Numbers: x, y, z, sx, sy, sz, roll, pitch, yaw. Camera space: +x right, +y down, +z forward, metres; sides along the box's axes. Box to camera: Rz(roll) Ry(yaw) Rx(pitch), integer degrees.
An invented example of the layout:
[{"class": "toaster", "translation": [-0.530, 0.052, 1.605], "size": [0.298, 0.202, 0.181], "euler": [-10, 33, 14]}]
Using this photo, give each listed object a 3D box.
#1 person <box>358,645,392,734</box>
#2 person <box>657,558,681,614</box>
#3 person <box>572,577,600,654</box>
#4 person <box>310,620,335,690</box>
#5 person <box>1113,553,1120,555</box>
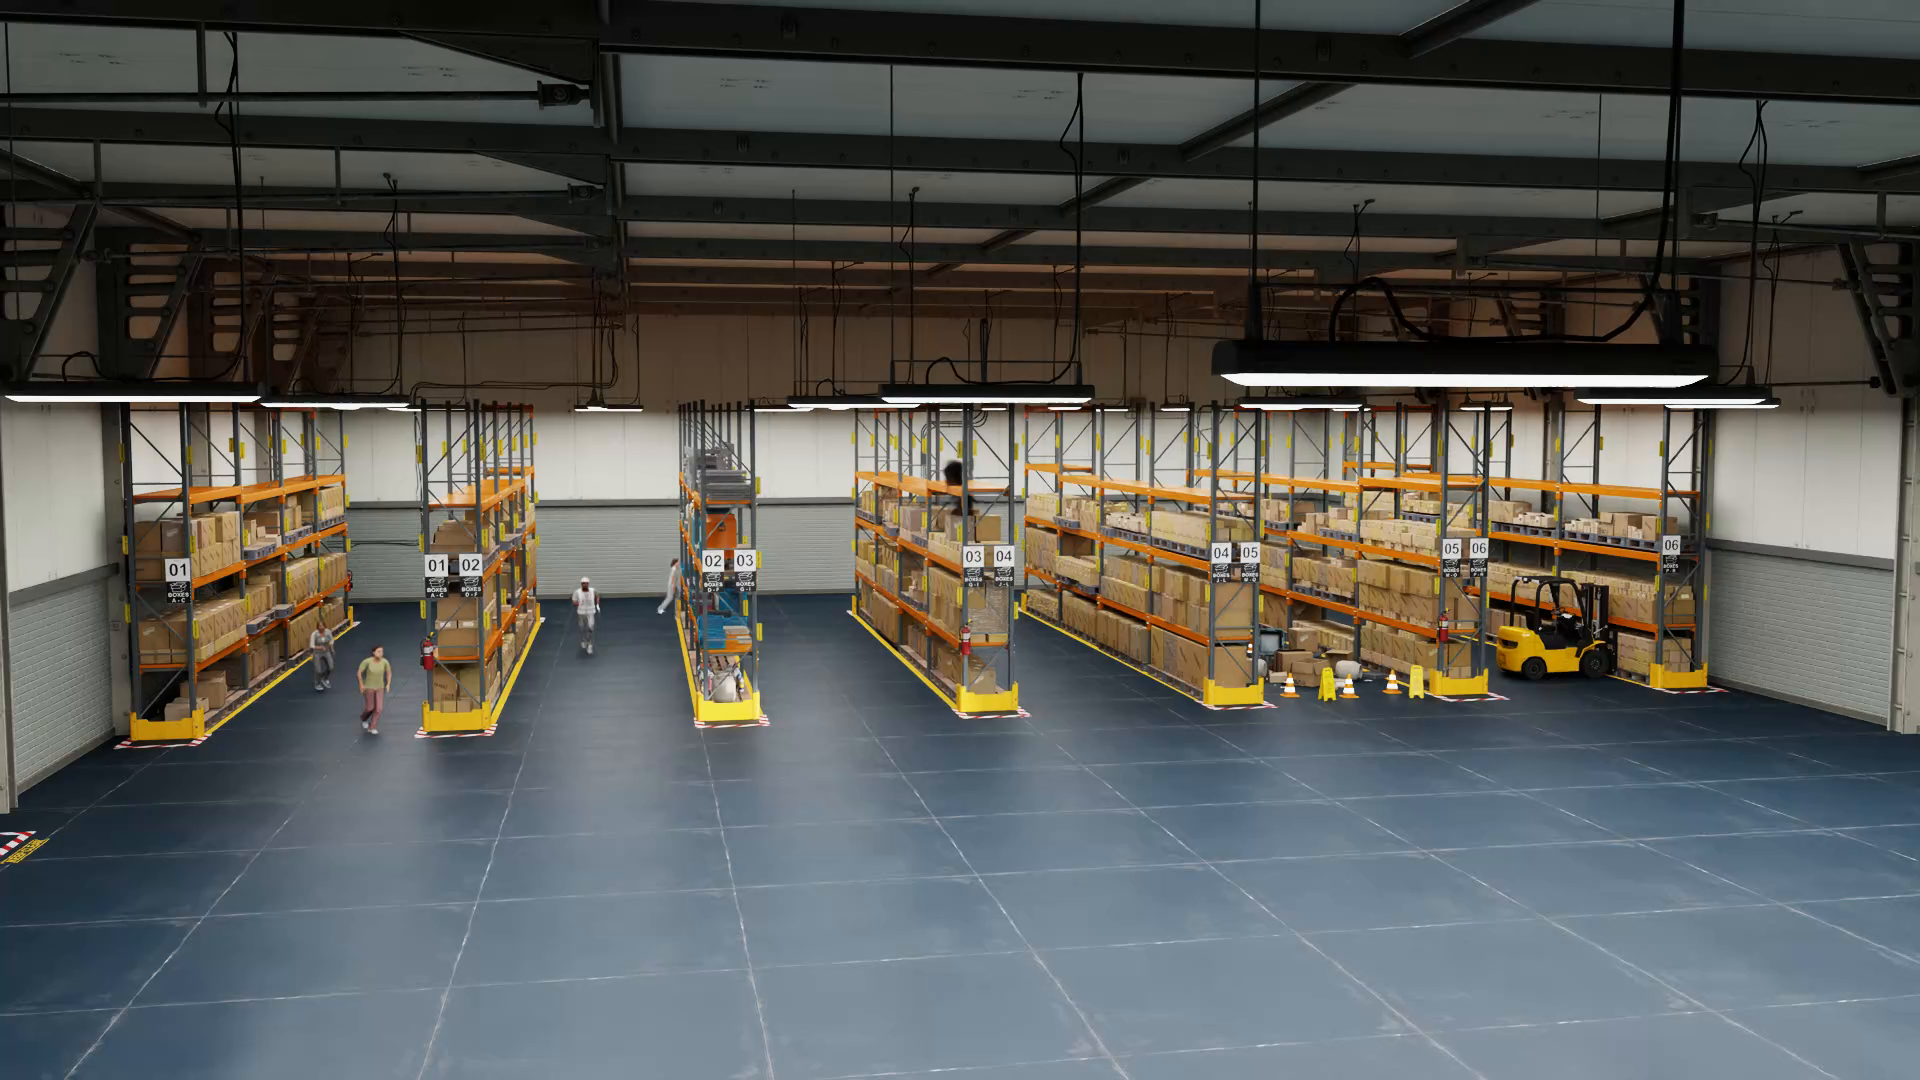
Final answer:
[{"class": "person", "translation": [-10.561, 2.668, 29.976], "size": [0.582, 1.610, 0.589], "euler": [-3, 5, -35]}, {"class": "person", "translation": [-8.298, 1.320, 47.764], "size": [0.797, 1.617, 0.583], "euler": [0, 4, -5]}, {"class": "person", "translation": [-8.999, 1.811, 40.015], "size": [0.652, 1.842, 0.874], "euler": [-1, 4, -12]}, {"class": "person", "translation": [-13.178, 2.383, 34.378], "size": [0.543, 1.495, 0.798], "euler": [-3, 5, -36]}, {"class": "person", "translation": [4.659, 1.240, 48.326], "size": [0.971, 1.719, 0.664], "euler": [3, 5, 38]}]
